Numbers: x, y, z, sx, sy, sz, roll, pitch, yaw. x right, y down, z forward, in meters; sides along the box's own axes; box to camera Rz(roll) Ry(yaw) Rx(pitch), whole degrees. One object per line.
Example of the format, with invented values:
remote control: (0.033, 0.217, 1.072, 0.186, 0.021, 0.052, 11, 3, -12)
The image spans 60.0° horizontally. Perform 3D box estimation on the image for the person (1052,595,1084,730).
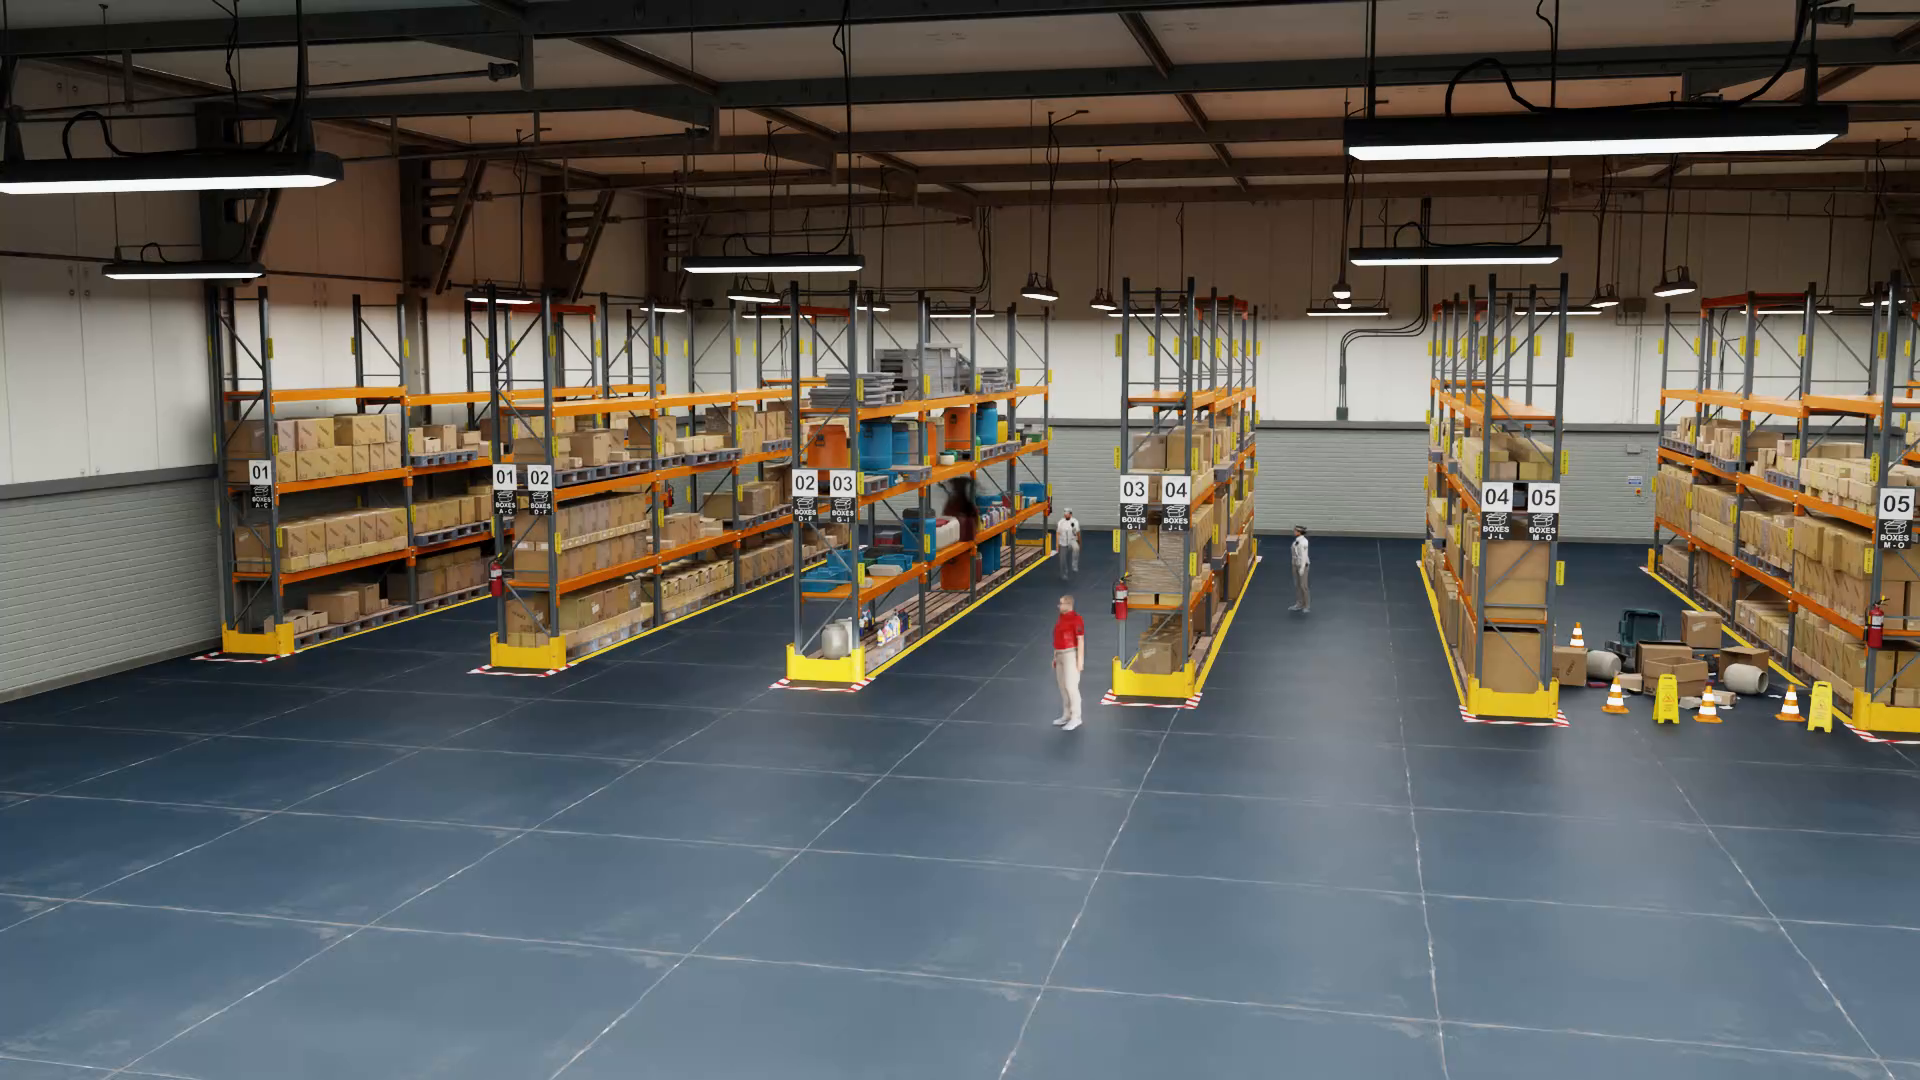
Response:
person: (1.415, 1.622, 22.171, 0.394, 1.772, 0.599, -3, 7, -25)

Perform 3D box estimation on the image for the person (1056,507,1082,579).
person: (2.340, 0.090, 35.674, 0.563, 1.583, 1.016, 0, 7, 4)

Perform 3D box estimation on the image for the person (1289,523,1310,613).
person: (6.498, 0.551, 31.810, 0.370, 1.750, 0.491, -3, 7, -24)
